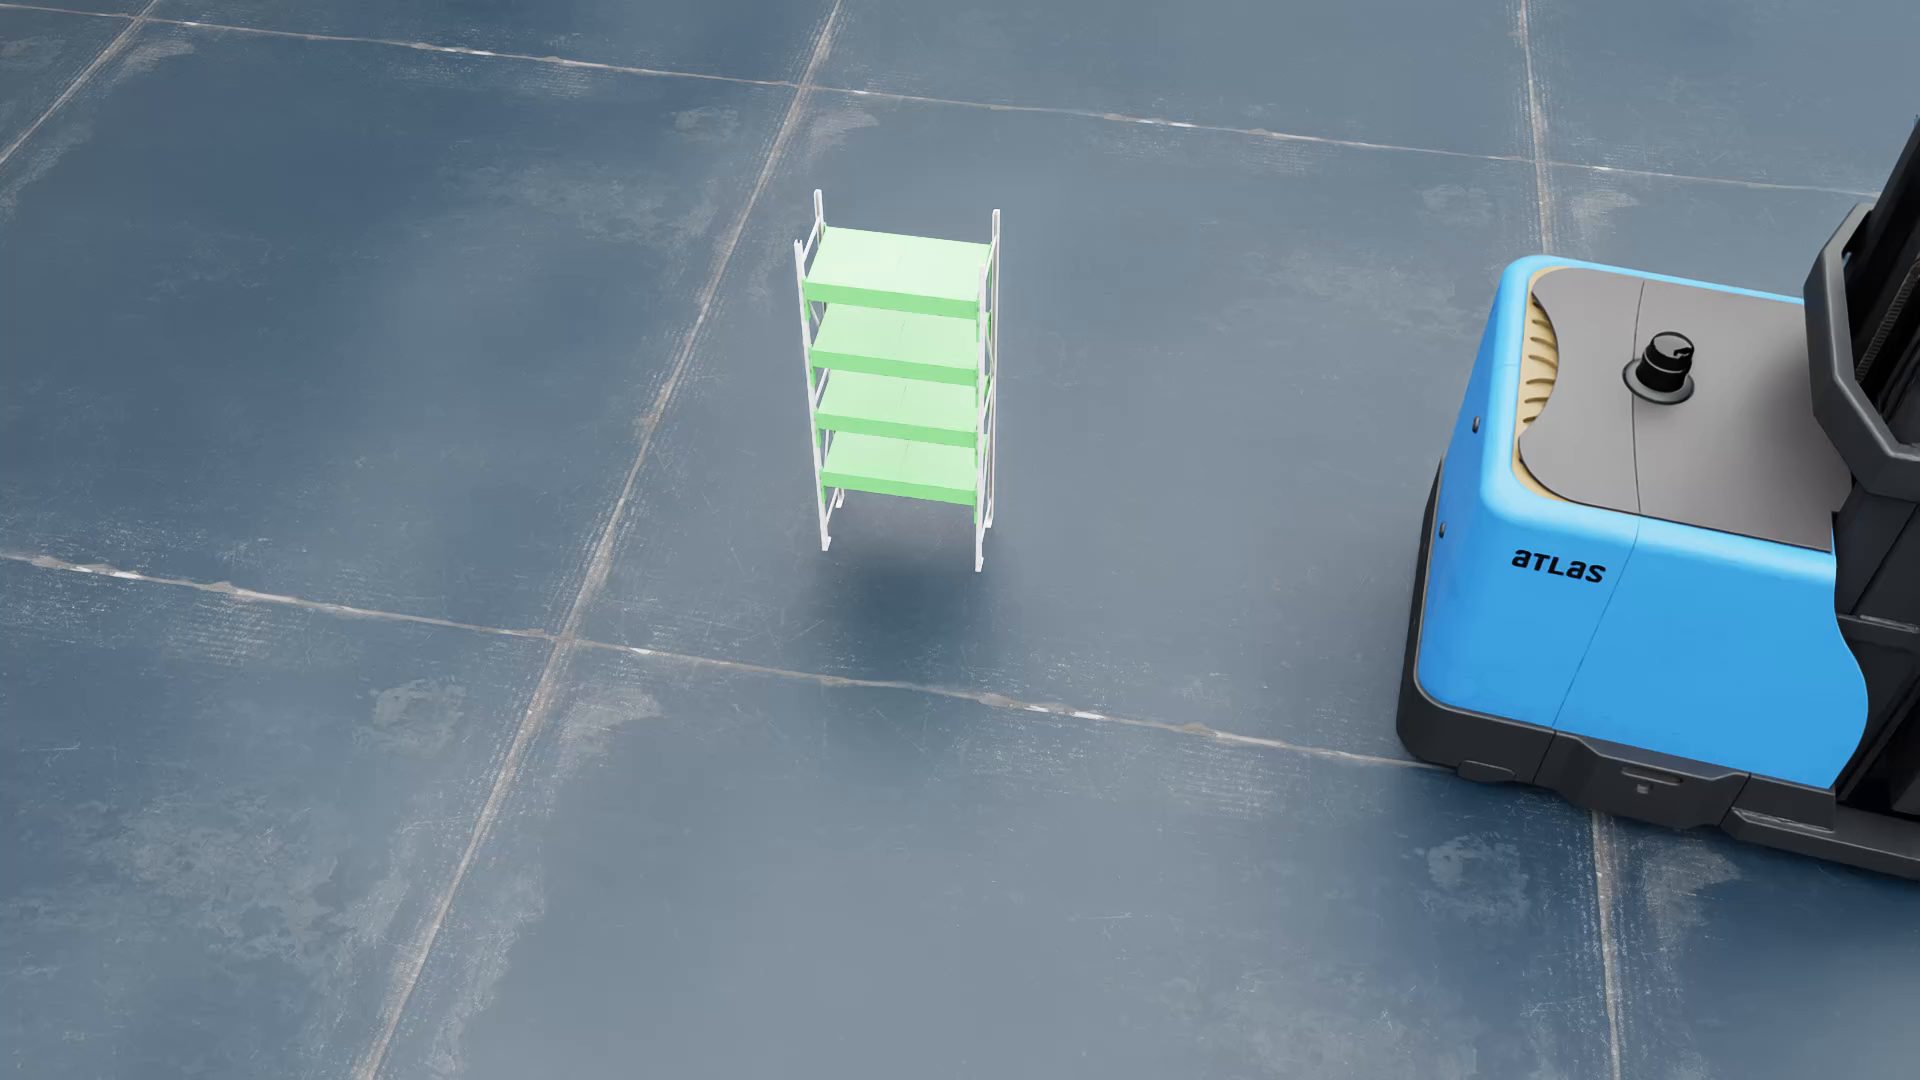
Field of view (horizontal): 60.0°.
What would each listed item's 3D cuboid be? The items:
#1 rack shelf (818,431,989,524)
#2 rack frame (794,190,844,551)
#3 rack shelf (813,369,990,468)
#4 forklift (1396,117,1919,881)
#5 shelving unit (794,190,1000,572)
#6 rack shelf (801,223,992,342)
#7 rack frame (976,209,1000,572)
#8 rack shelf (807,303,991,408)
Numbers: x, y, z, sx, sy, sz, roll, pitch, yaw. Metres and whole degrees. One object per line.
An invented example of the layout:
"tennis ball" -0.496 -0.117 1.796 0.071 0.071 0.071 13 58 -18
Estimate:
"rack shelf" -0.163 -0.220 5.049 0.480 0.148 0.258 8 49 7
"rack frame" -0.403 -0.455 4.852 0.015 1.200 0.240 8 49 7
"rack shelf" -0.163 -0.380 4.871 0.480 0.148 0.258 8 49 7
"forklift" 2.801 -0.405 3.643 3.031 2.935 1.130 12 49 11
"shelving unit" -0.163 -0.423 4.823 0.503 1.200 0.258 8 49 7
"rack shelf" -0.163 -0.701 4.514 0.480 0.148 0.258 8 49 7
"rack frame" 0.077 -0.391 4.794 0.015 1.200 0.240 8 49 7
"rack shelf" -0.163 -0.541 4.692 0.480 0.148 0.258 8 49 7
